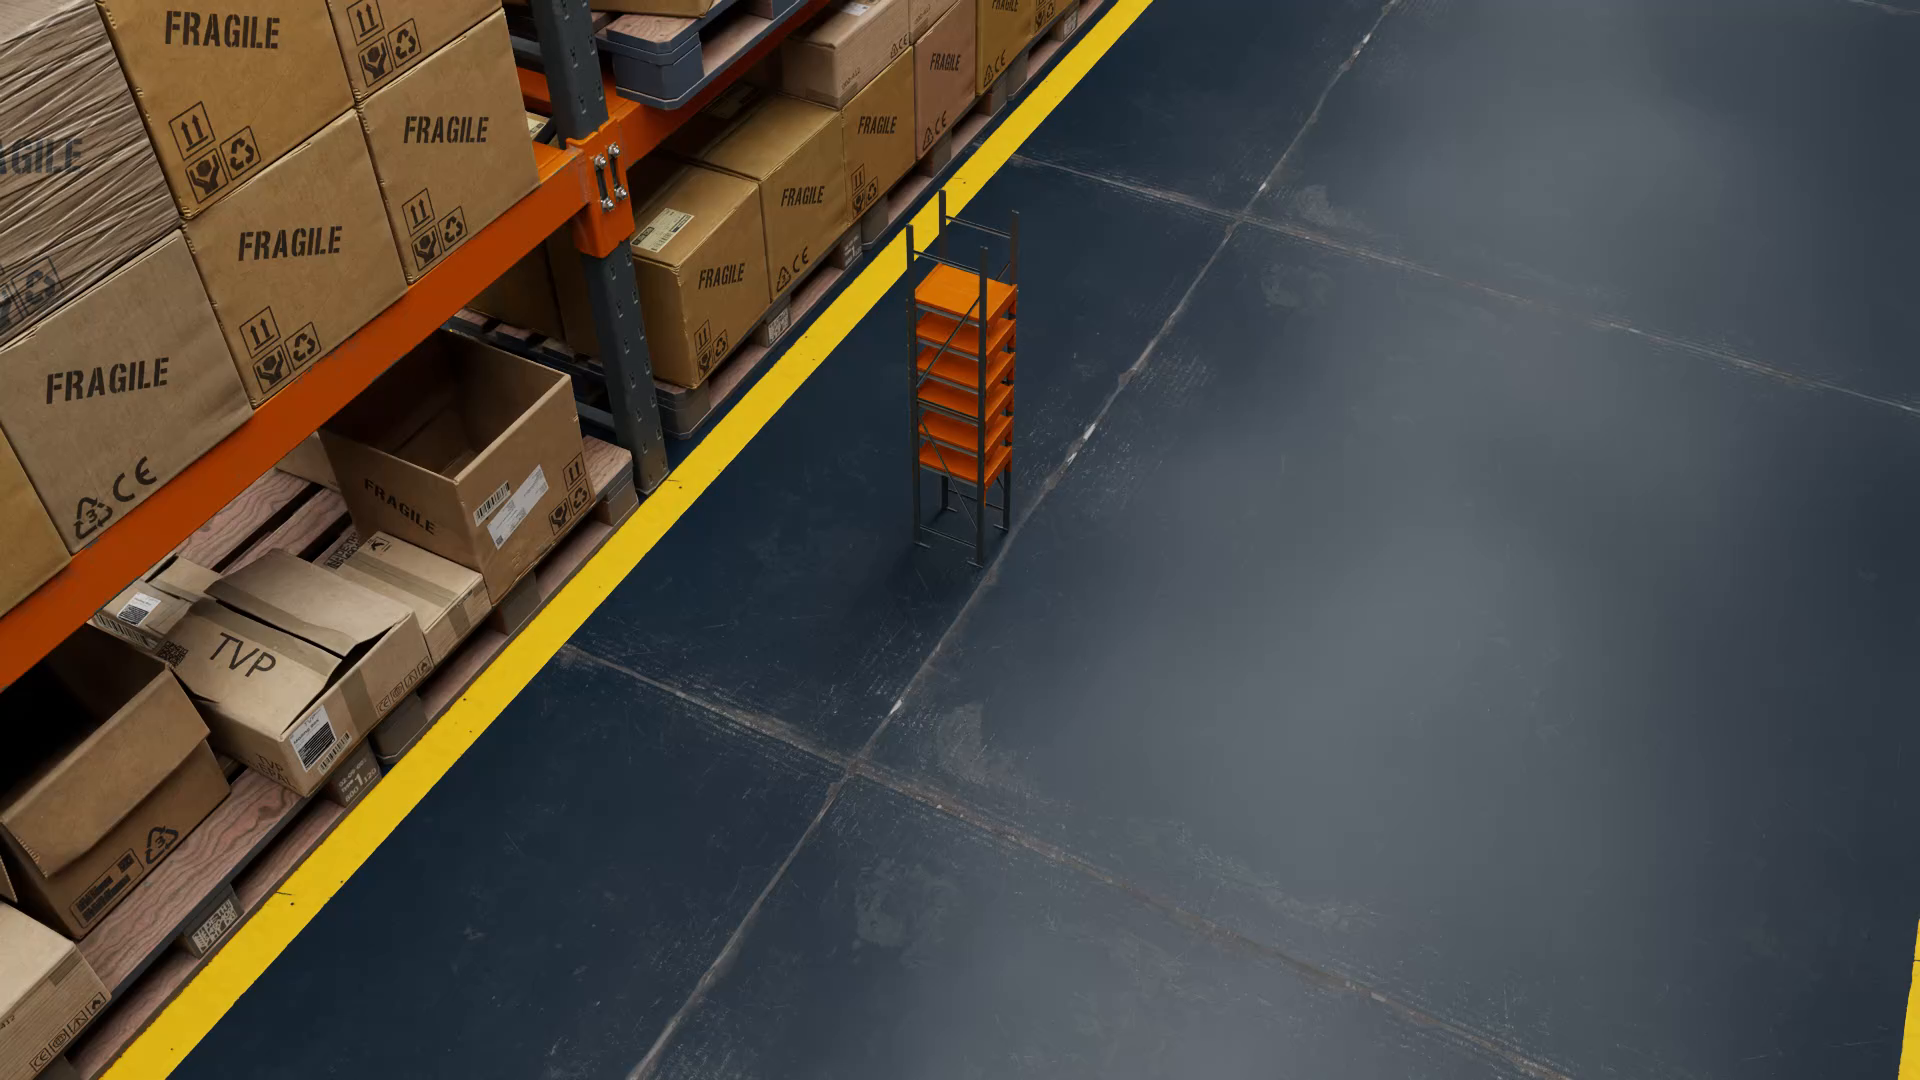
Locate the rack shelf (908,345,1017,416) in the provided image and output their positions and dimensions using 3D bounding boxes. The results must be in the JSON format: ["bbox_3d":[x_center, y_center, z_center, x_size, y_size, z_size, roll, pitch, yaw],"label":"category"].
[{"bbox_3d":[0.007,-0.484,4.779,0.258,0.103,0.180,20,49,19],"label":"rack shelf"}]

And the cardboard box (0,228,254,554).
[{"bbox_3d":[-1.902,-0.381,3.448,0.500,0.500,0.500,22,49,20],"label":"cardboard box"}]

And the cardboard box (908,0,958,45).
[{"bbox_3d":[-0.285,-2.106,6.143,0.500,0.250,0.500,20,49,18],"label":"cardboard box"}]

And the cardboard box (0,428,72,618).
[{"bbox_3d":[-2.136,-0.060,3.130,0.500,0.500,0.500,21,49,20],"label":"cardboard box"}]

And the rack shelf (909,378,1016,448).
[{"bbox_3d":[0.007,-0.400,4.864,0.258,0.103,0.180,20,49,19],"label":"rack shelf"}]

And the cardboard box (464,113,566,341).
[{"bbox_3d":[-1.447,-1.077,5.654,0.500,0.500,0.500,20,49,19],"label":"cardboard box"}]

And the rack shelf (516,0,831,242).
[{"bbox_3d":[-0.494,-2.403,6.021,1.077,0.370,4.000,20,49,19],"label":"rack shelf"}]

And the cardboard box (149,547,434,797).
[{"bbox_3d":[-1.784,0.320,4.406,0.500,0.311,0.500,20,49,19],"label":"cardboard box"}]

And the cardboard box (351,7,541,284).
[{"bbox_3d":[-1.427,-1.031,4.090,0.500,0.500,0.500,21,49,20],"label":"cardboard box"}]

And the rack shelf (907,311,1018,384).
[{"bbox_3d":[0.007,-0.568,4.693,0.258,0.103,0.180,20,49,19],"label":"rack shelf"}]

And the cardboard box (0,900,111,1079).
[{"bbox_3d":[-2.311,1.057,3.720,0.500,0.250,0.500,20,49,19],"label":"cardboard box"}]

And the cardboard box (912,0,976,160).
[{"bbox_3d":[-0.271,-1.866,6.434,0.500,0.500,0.500,19,48,18],"label":"cardboard box"}]

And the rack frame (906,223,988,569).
[{"bbox_3d":[-0.036,-0.373,4.775,0.240,1.200,0.006,20,49,19],"label":"rack frame"}]

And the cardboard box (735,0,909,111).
[{"bbox_3d":[-0.518,-1.789,5.830,0.500,0.250,0.500,21,49,19],"label":"cardboard box"}]

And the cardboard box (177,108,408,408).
[{"bbox_3d":[-1.665,-0.706,3.768,0.500,0.500,0.500,22,49,20],"label":"cardboard box"}]

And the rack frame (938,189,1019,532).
[{"bbox_3d":[0.049,-0.489,4.889,0.240,1.200,0.006,20,49,19],"label":"rack frame"}]

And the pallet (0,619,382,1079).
[{"bbox_3d":[-2.307,0.789,4.322,1.003,0.211,1.213,20,49,19],"label":"pallet"}]

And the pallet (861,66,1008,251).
[{"bbox_3d":[-0.513,-1.712,6.793,1.003,0.211,1.213,20,49,19],"label":"pallet"}]

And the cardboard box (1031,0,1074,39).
[{"bbox_3d":[0.208,-2.525,7.084,0.500,0.500,0.500,22,49,21],"label":"cardboard box"}]

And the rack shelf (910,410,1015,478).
[{"bbox_3d":[0.007,-0.315,4.949,0.258,0.103,0.180,20,49,19],"label":"rack shelf"}]

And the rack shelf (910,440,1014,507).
[{"bbox_3d":[0.007,-0.231,5.035,0.258,0.103,0.180,20,49,19],"label":"rack shelf"}]

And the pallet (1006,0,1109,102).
[{"bbox_3d":[0.054,-2.477,7.550,1.003,0.211,1.213,20,49,19],"label":"pallet"}]

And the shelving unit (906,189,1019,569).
[{"bbox_3d":[0.007,-0.431,4.832,0.258,1.200,0.189,20,49,19],"label":"shelving unit"}]

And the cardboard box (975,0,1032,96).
[{"bbox_3d":[-0.032,-2.199,6.762,0.500,0.500,0.500,19,48,18],"label":"cardboard box"}]

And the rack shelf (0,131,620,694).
[{"bbox_3d":[-2.351,0.117,3.531,1.077,0.370,4.000,20,49,19],"label":"rack shelf"}]

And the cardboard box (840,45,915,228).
[{"bbox_3d":[-0.506,-1.548,6.119,0.500,0.500,0.500,21,49,20],"label":"cardboard box"}]

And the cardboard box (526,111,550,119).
[{"bbox_3d":[-1.210,-1.386,5.959,0.500,0.500,0.500,21,49,19],"label":"cardboard box"}]

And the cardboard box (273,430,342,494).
[{"bbox_3d":[-1.809,-0.412,5.129,0.500,0.311,0.500,20,49,19],"label":"cardboard box"}]

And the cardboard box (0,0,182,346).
[{"bbox_3d":[-1.897,-0.737,3.096,0.500,0.500,0.500,21,49,19],"label":"cardboard box"}]

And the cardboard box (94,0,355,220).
[{"bbox_3d":[-1.663,-1.054,3.410,0.500,0.500,0.500,20,49,18],"label":"cardboard box"}]

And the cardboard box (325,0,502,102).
[{"bbox_3d":[-1.428,-1.378,3.730,0.500,0.500,0.500,21,49,19],"label":"cardboard box"}]

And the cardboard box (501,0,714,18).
[{"bbox_3d":[-1.004,-1.803,4.557,0.700,0.500,0.500,6,46,6],"label":"cardboard box"}]

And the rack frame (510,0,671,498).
[{"bbox_3d":[-1.422,-1.396,4.520,1.000,3.000,0.127,20,49,19],"label":"rack frame"}]

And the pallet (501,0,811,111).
[{"bbox_3d":[-0.955,-1.795,5.050,1.003,0.211,1.213,20,49,19],"label":"pallet"}]

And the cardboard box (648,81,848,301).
[{"bbox_3d":[-0.744,-1.235,5.810,0.500,0.500,0.500,21,49,20],"label":"cardboard box"}]

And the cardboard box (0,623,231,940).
[{"bbox_3d":[-2.290,0.513,4.080,0.797,0.503,0.637,20,49,19],"label":"cardboard box"}]

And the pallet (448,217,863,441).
[{"bbox_3d":[-1.078,-0.940,6.031,1.003,0.211,1.213,20,49,19],"label":"pallet"}]

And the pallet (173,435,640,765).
[{"bbox_3d":[-1.742,0.017,5.085,1.003,0.211,1.213,20,49,19],"label":"pallet"}]

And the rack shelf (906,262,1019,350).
[{"bbox_3d":[0.007,-0.653,4.608,0.258,0.103,0.180,20,49,19],"label":"rack shelf"}]

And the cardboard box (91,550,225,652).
[{"bbox_3d":[-2.202,0.187,4.639,0.380,0.166,0.250,20,49,19],"label":"cardboard box"}]

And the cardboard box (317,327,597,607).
[{"bbox_3d":[-1.436,-0.219,4.806,0.500,0.500,0.500,20,49,19],"label":"cardboard box"}]

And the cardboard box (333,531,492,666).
[{"bbox_3d":[-1.557,0.161,4.677,0.380,0.149,0.250,20,49,19],"label":"cardboard box"}]

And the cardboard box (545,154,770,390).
[{"bbox_3d":[-0.982,-0.896,5.475,0.500,0.500,0.500,18,48,17],"label":"cardboard box"}]
